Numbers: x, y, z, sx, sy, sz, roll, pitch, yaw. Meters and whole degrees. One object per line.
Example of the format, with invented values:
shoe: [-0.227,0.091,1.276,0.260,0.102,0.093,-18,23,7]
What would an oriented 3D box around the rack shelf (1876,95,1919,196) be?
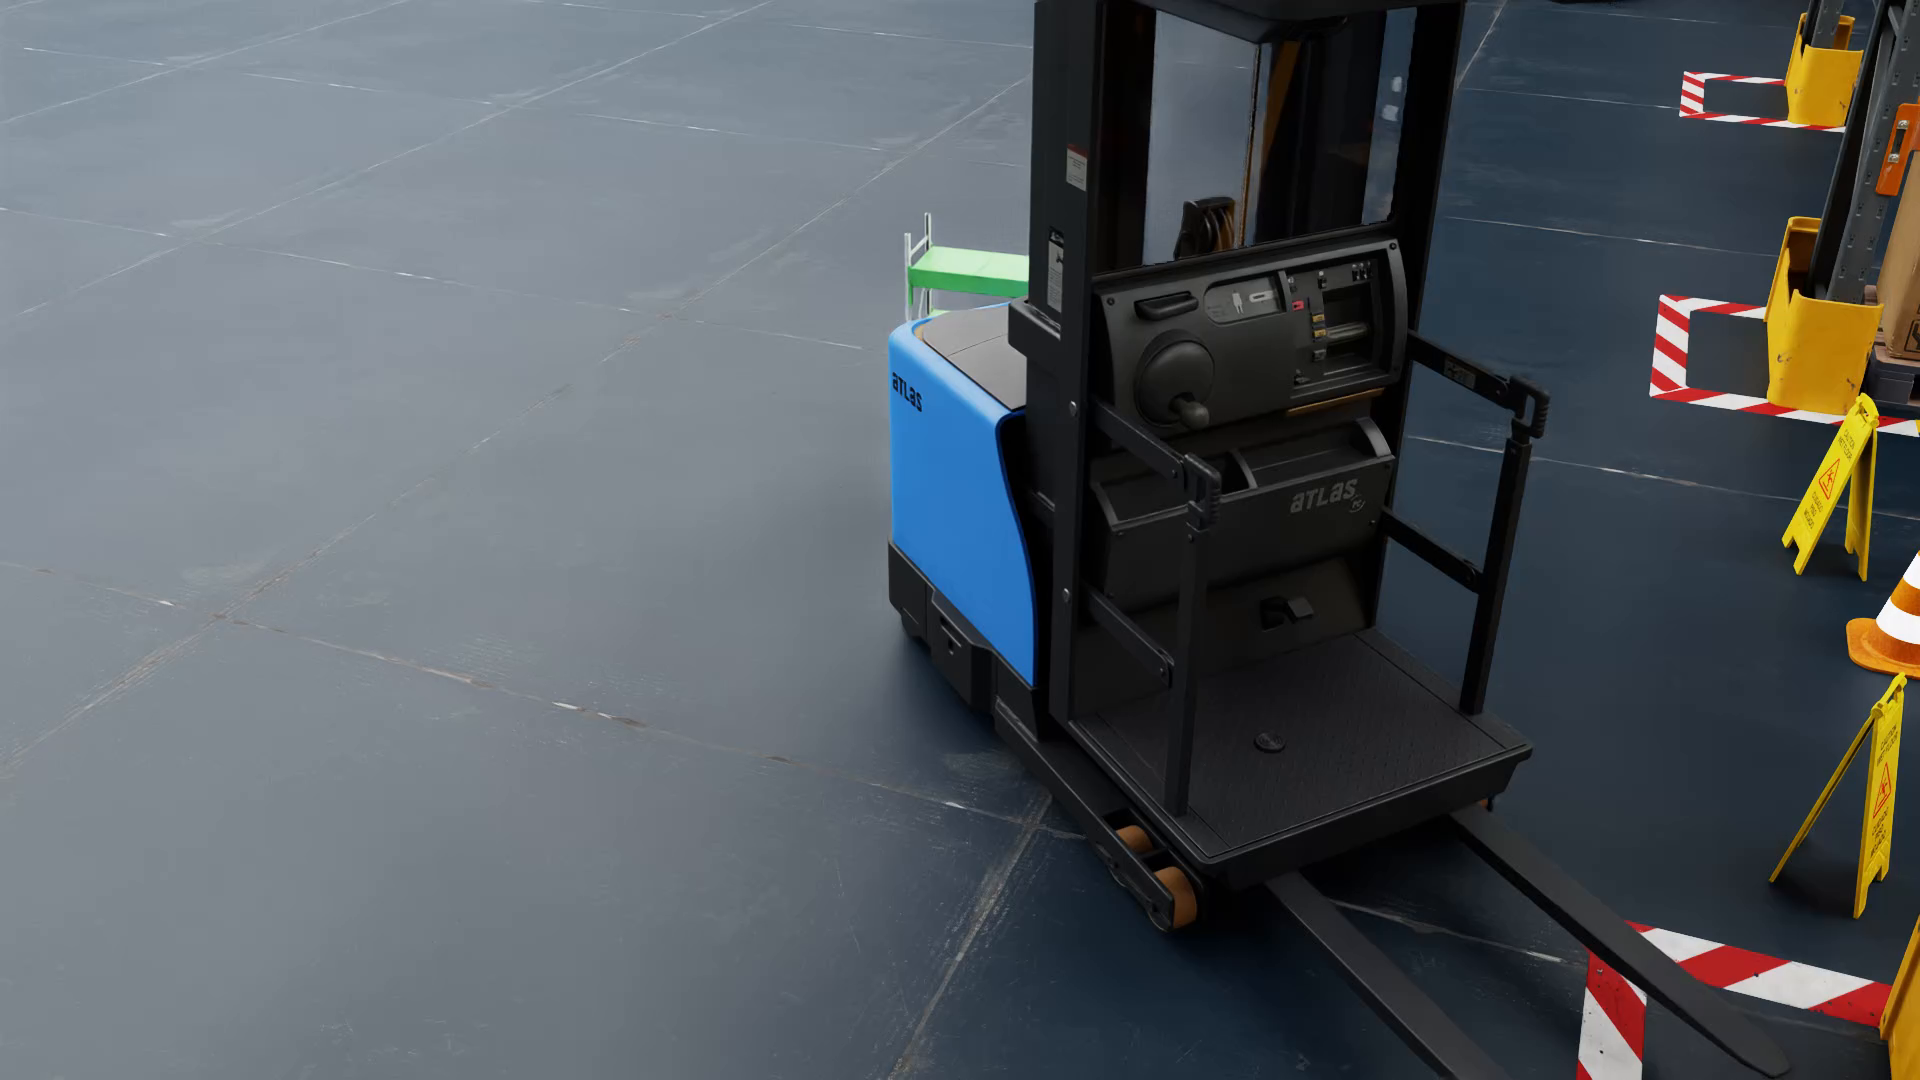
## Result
rack shelf: [5.799,-1.445,6.489,4.000,0.370,1.077,11,31,19]

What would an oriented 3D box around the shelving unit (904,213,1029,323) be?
shelving unit: [0.087,-0.535,5.978,0.503,1.200,0.258,9,31,15]

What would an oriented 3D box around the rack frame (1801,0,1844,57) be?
rack frame: [5.904,-4.371,10.934,0.127,3.000,1.000,11,31,19]

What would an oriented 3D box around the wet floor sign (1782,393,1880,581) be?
wet floor sign: [3.174,-0.206,5.958,0.232,0.644,0.267,6,30,11]

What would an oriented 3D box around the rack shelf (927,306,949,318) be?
rack shelf: [0.087,-0.689,5.891,0.480,0.148,0.258,9,31,15]

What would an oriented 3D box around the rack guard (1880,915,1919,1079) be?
rack guard: [2.249,1.250,3.530,0.348,0.500,1.175,11,31,19]

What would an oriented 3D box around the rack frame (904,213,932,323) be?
rack frame: [-0.146,-0.572,6.043,0.015,1.200,0.240,9,31,15]

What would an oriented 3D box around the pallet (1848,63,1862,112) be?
pallet: [6.714,-2.976,11.301,1.213,0.211,1.003,11,31,19]

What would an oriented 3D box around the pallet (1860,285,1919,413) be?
pallet: [4.716,-0.802,7.454,1.213,0.211,1.003,11,31,19]

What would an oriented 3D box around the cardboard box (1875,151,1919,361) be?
cardboard box: [4.599,-1.290,7.217,0.875,0.875,0.875,11,31,19]

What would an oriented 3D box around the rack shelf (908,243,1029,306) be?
rack shelf: [0.087,-0.898,5.773,0.480,0.148,0.258,9,31,15]

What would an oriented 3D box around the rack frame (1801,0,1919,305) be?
rack frame: [3.946,-2.128,6.966,0.127,3.000,1.000,11,31,19]

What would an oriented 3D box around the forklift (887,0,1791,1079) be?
forklift: [0.873,-0.491,4.140,1.130,2.935,3.031,-14,32,-23]

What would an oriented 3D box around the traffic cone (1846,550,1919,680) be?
traffic cone: [3.164,0.175,5.471,0.334,0.463,0.336,11,31,19]

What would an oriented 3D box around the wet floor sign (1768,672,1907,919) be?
wet floor sign: [2.404,0.650,4.445,0.232,0.644,0.267,24,37,36]

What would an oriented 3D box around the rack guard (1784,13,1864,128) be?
rack guard: [5.974,-3.268,11.525,0.348,0.500,1.175,11,31,19]

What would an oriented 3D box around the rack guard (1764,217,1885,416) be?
rack guard: [3.923,-1.044,7.589,0.348,0.500,1.175,11,31,19]
